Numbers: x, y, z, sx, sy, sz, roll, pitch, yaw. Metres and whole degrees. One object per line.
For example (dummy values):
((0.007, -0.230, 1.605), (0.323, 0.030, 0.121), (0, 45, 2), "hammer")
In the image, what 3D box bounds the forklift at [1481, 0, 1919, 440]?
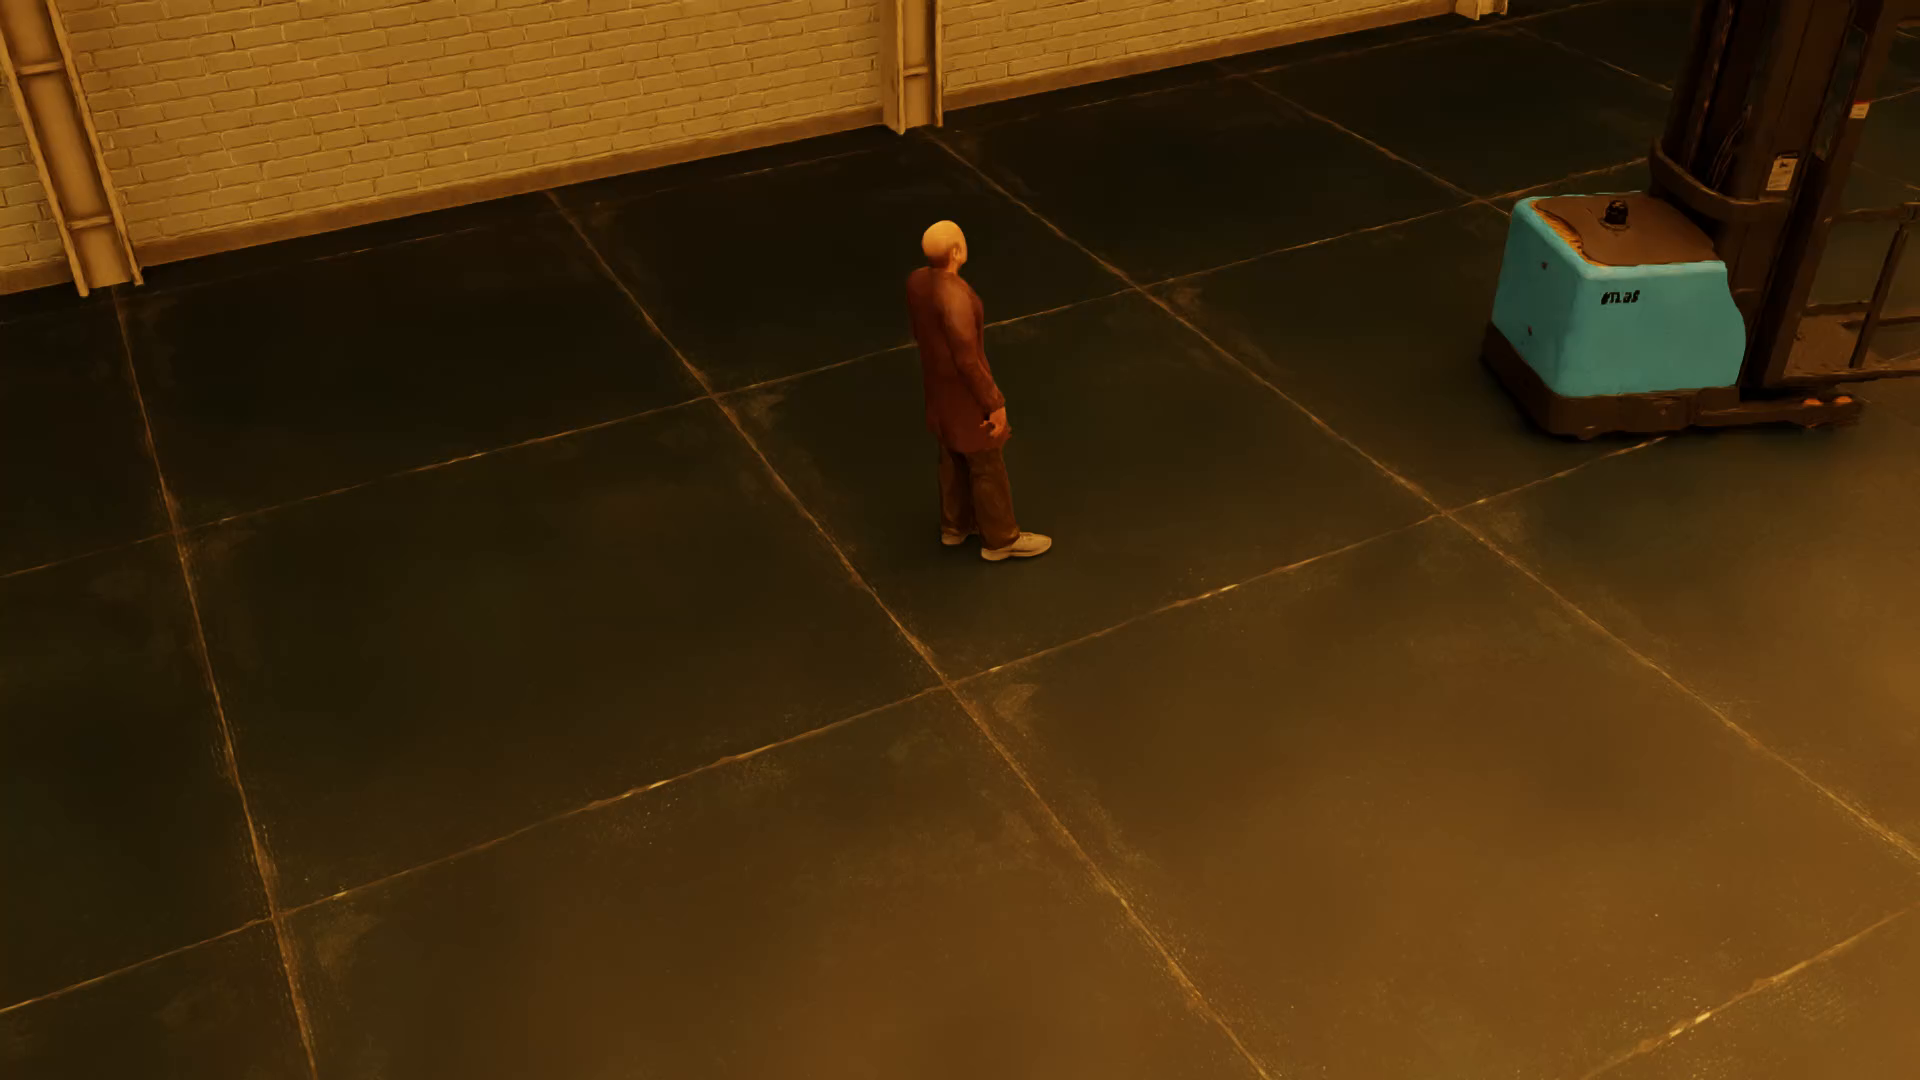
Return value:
((4.738, -2.143, 9.155), (3.031, 2.935, 1.130), (-5, 36, -7), "forklift")

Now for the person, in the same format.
((0.083, -0.754, 8.177), (0.580, 1.776, 0.694), (-17, 39, -23), "person")
